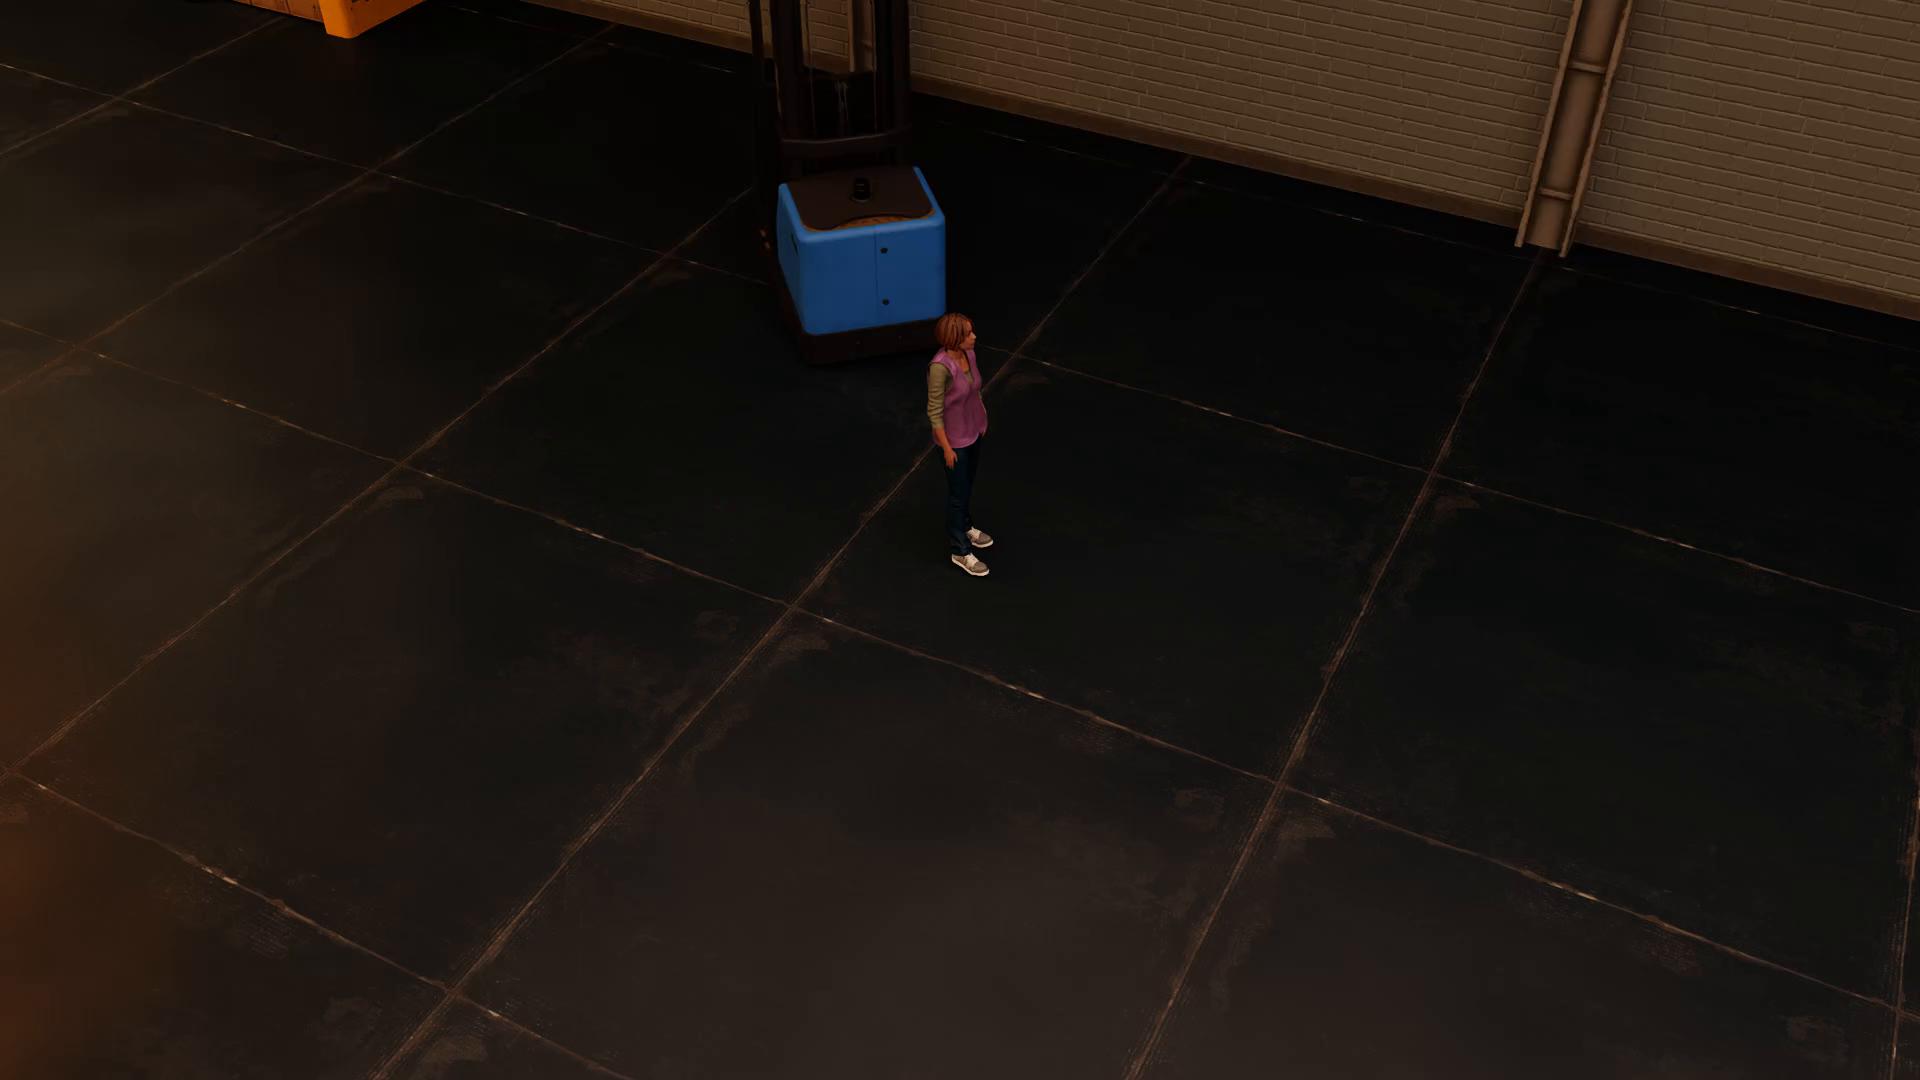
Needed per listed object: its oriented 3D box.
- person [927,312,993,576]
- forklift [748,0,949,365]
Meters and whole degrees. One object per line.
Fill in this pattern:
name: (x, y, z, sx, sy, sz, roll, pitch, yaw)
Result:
person: (0.060, -0.586, 9.707, 0.473, 1.599, 0.521, 18, 43, 21)
forklift: (-0.954, -3.302, 11.908, 1.130, 2.935, 3.031, -10, 41, -11)
